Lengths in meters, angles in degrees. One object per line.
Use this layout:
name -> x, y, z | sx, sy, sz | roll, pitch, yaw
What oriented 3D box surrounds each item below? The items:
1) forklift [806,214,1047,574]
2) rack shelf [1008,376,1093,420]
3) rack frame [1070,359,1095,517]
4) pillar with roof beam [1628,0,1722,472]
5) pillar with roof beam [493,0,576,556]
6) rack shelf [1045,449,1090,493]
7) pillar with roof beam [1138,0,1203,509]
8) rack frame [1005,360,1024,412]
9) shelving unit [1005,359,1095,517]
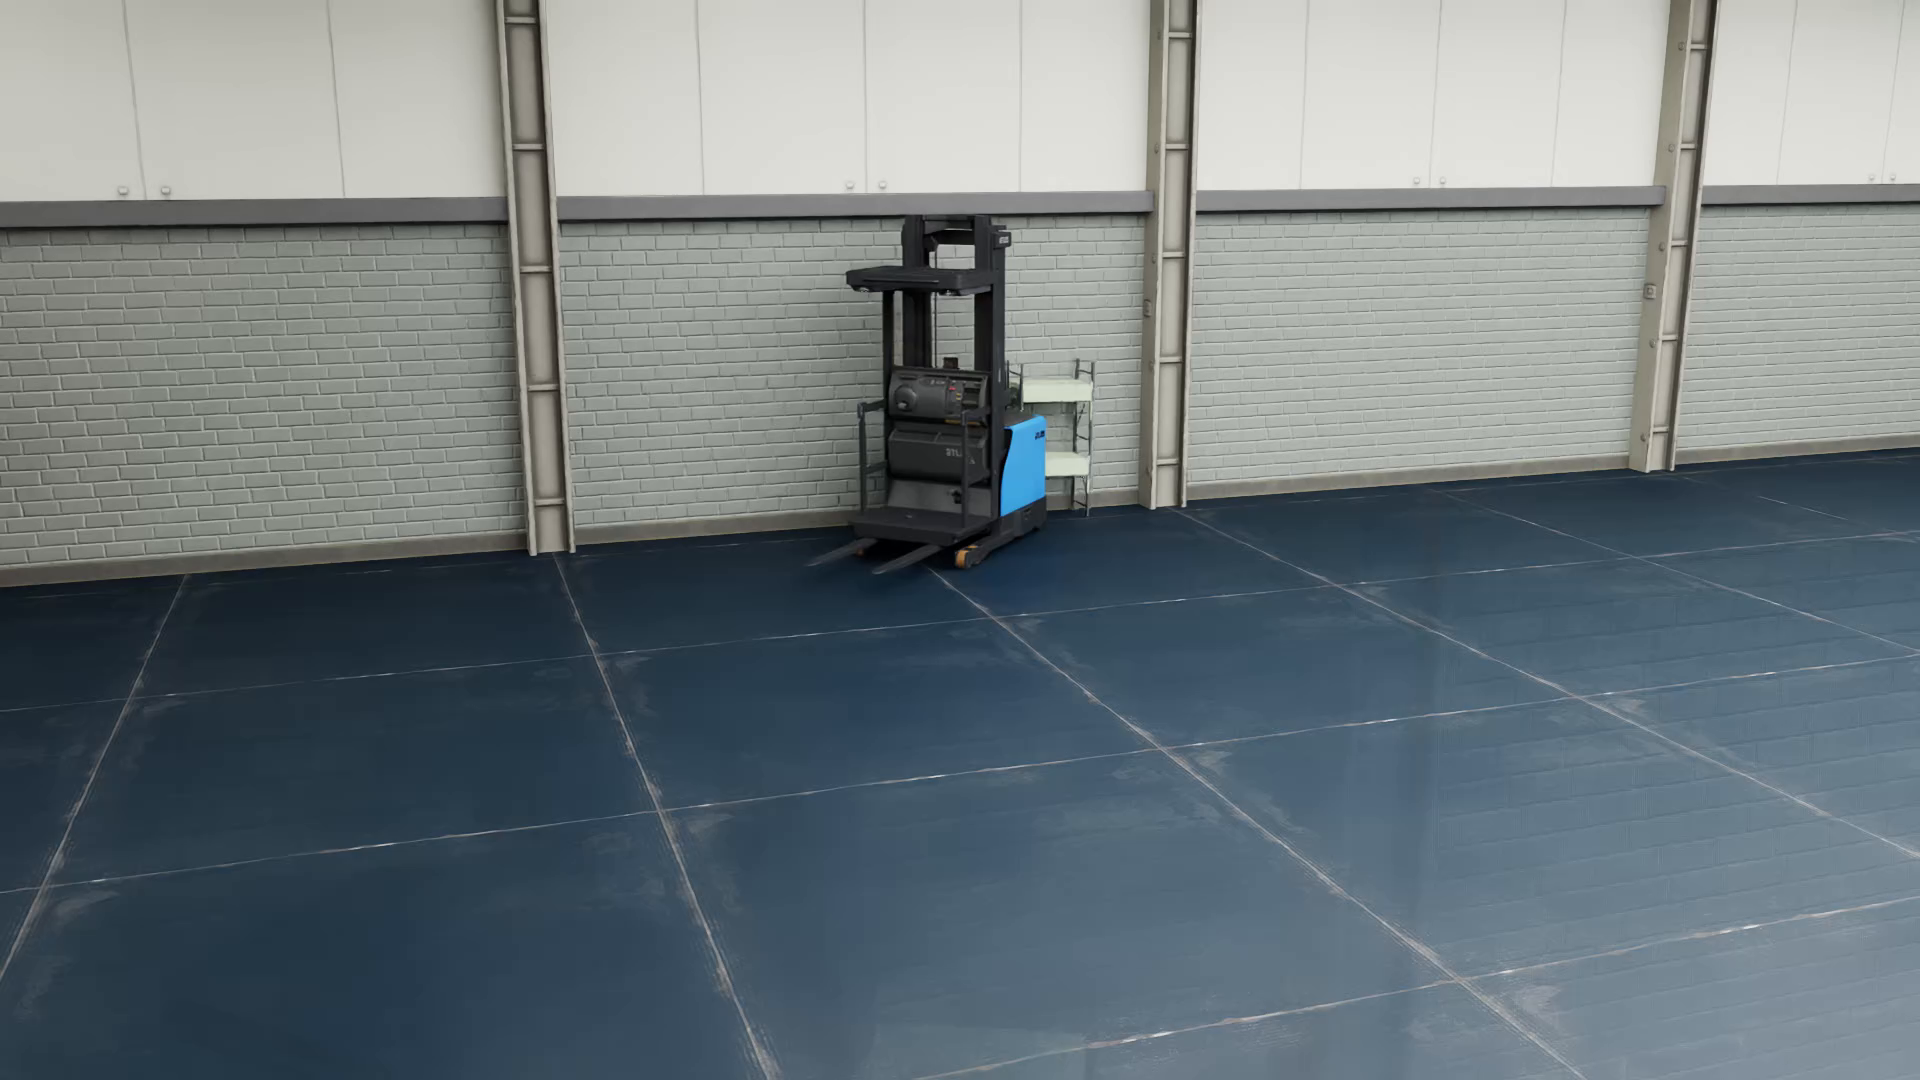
forklift -> -0.285, -1.291, 14.346 | 1.130, 2.935, 3.031 | 6, 15, 25
rack shelf -> 0.857, -1.356, 15.969 | 0.720, 0.370, 0.431 | -3, 13, -20
rack frame -> 1.192, -0.993, 16.176 | 0.023, 1.500, 0.400 | -3, 13, -20
pillar with roof beam -> 9.092, -4.229, 13.585 | 0.400, 9.000, 9.100 | -4, 14, -18
pillar with roof beam -> -2.281, -3.344, 9.861 | 0.400, 9.000, 9.100 | -4, 14, -18
rack shelf -> 0.840, -0.656, 16.122 | 0.720, 0.370, 0.431 | -3, 13, -20
pillar with roof beam -> 3.406, -3.787, 11.723 | 0.400, 9.000, 9.100 | -4, 14, -18
rack frame -> 0.504, -0.956, 15.930 | 0.023, 1.500, 0.400 | -3, 13, -20
shelving unit -> 0.848, -0.975, 16.053 | 0.755, 1.500, 0.431 | -3, 13, -20
